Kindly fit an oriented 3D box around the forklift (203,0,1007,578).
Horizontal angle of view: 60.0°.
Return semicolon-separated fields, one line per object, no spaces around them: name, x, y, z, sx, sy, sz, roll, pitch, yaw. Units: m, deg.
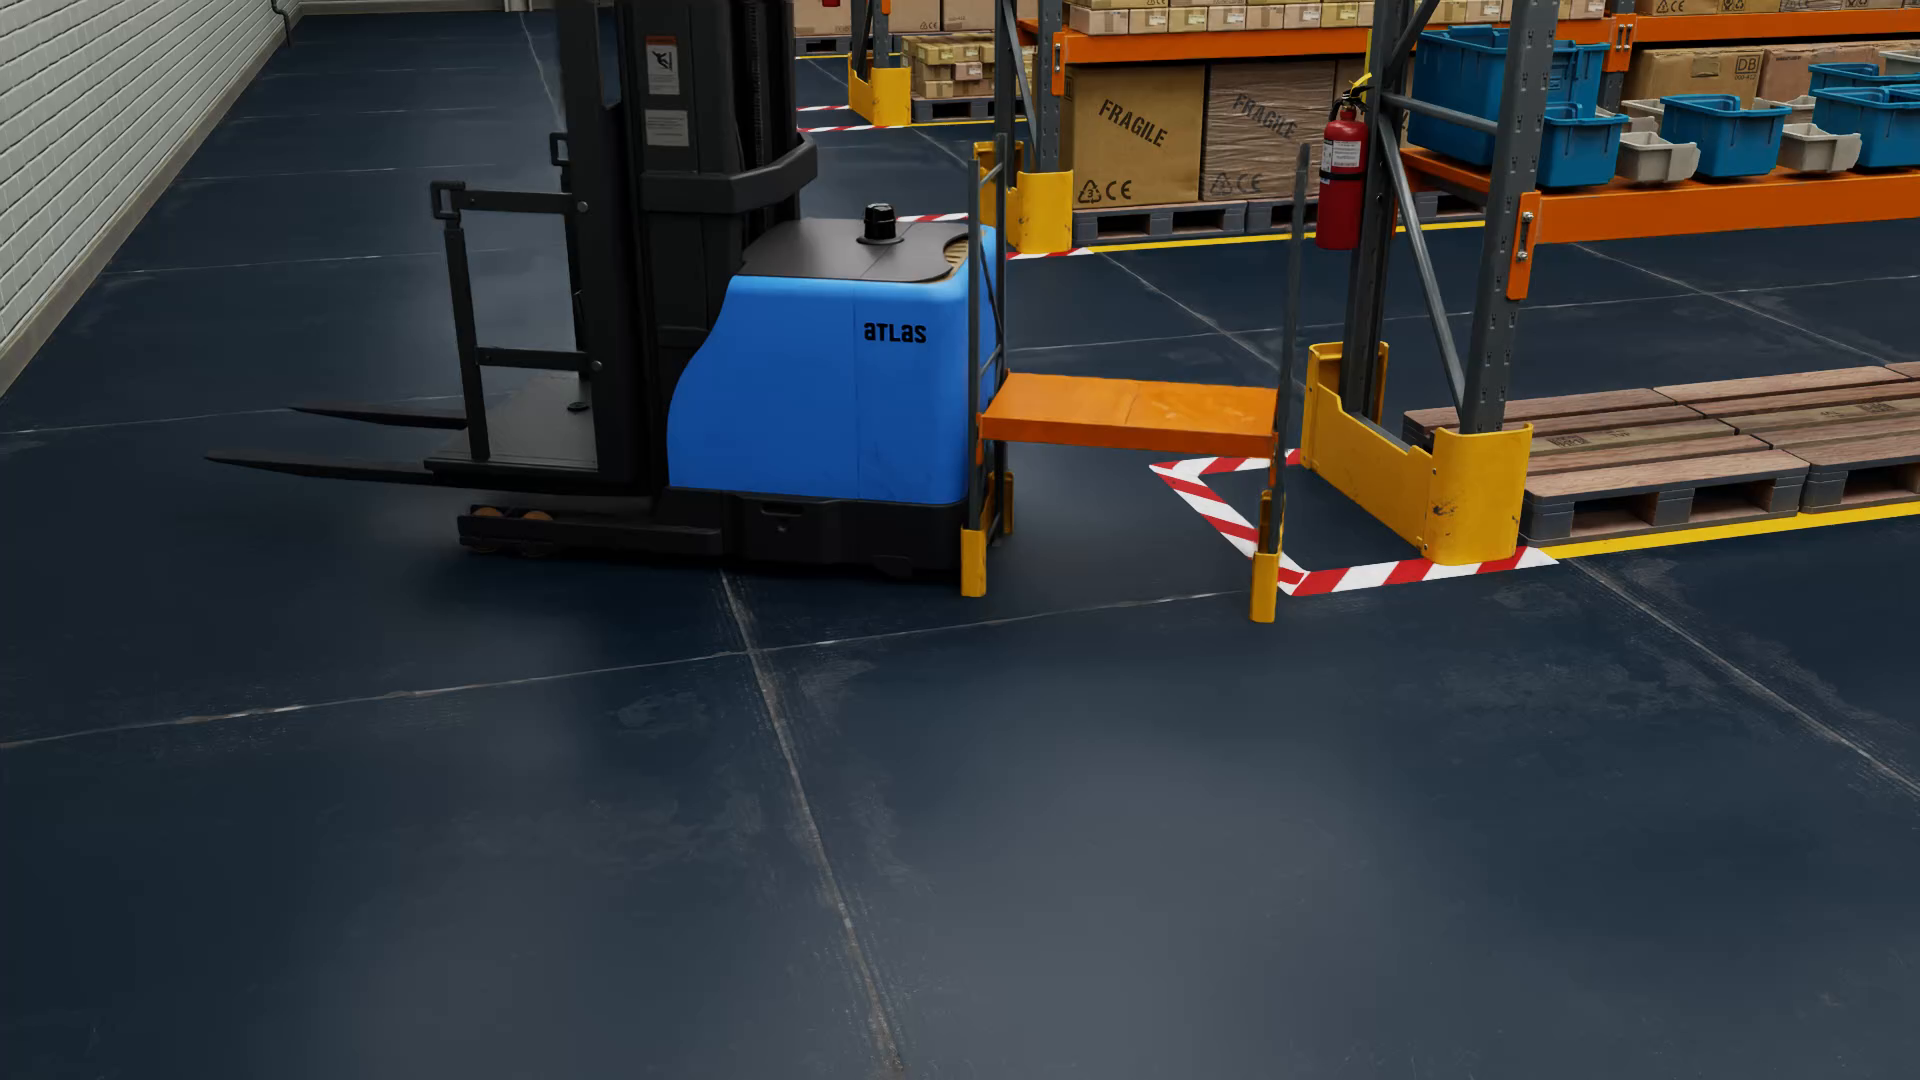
forklift;-1.381;-1.482;5.987;3.031;2.935;1.130;4;24;10

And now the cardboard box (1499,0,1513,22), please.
cardboard box;3.572;-3.505;10.933;0.250;0.149;0.380;-7;24;-15

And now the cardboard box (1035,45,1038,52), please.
cardboard box;0.771;-4.520;15.308;0.250;0.149;0.380;-5;24;-12

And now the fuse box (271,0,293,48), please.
fuse box;-8.106;-6.780;19.880;0.414;1.711;0.539;-6;24;-14

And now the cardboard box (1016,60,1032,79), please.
cardboard box;0.519;-4.331;15.245;0.250;0.149;0.380;-6;24;-13

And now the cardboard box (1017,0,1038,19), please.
cardboard box;0.962;-6.584;20.506;0.875;0.438;0.875;-7;24;-15

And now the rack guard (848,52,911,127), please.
rack guard;-0.748;-4.159;15.309;0.348;0.500;1.175;-6;24;-14

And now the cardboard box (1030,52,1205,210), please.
cardboard box;1.016;-2.721;10.949;0.875;0.875;0.875;-6;24;-14

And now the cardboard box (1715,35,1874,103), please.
cardboard box;5.743;-3.220;12.112;0.875;0.875;1.225;-7;24;-16

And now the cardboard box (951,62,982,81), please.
cardboard box;0.031;-4.285;15.139;0.250;0.149;0.380;-6;24;-15

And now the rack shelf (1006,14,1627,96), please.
rack shelf;2.347;-3.288;11.022;4.000;0.370;1.077;-6;24;-14

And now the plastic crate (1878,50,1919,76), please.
plastic crate;4.090;-1.832;6.789;0.530;0.282;0.437;-6;24;-14

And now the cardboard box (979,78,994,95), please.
cardboard box;0.237;-4.205;15.328;0.250;0.149;0.380;-6;24;-14

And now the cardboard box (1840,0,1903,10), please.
cardboard box;6.245;-3.996;11.632;0.500;0.500;0.500;-6;24;-13

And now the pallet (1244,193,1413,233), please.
pallet;2.342;-2.368;11.500;1.213;0.211;1.003;-6;24;-14

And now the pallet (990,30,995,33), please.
pallet;0.842;-6.262;20.575;1.213;0.211;1.003;-6;24;-14

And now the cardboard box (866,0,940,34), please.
cardboard box;-0.769;-6.393;20.061;0.875;0.438;0.875;-6;24;-13

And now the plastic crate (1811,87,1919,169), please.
plastic crate;3.353;-1.518;6.119;0.300;0.233;0.416;-6;24;-14

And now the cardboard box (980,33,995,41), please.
cardboard box;0.359;-4.693;15.711;0.250;0.149;0.380;-7;24;-16

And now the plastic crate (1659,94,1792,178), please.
plastic crate;2.719;-1.447;5.956;0.300;0.233;0.416;-6;24;-14

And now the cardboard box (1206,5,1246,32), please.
cardboard box;1.596;-3.286;10.424;0.250;0.149;0.380;-7;24;-15

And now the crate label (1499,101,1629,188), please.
crate label;2.086;-1.377;5.792;0.303;0.233;0.416;-6;24;-14

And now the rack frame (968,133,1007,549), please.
rack frame;0.097;-0.604;5.754;0.032;1.500;0.500;5;24;11

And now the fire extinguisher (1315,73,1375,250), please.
fire extinguisher;1.491;-1.475;6.454;0.183;0.674;0.296;-6;24;-14

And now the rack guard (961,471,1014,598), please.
rack guard;0.101;-0.029;6.000;0.087;0.250;0.587;5;24;11

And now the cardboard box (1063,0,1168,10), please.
cardboard box;0.956;-3.422;10.235;0.500;0.250;0.500;-7;24;-16

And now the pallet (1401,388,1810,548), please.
pallet;2.563;-0.317;6.721;1.213;0.211;1.003;-6;24;-14

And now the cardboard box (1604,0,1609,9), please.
cardboard box;4.649;-4.031;11.714;0.500;0.500;0.500;-6;24;-14

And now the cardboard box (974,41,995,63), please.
cardboard box;0.285;-4.436;15.113;0.250;0.149;0.380;-6;24;-15

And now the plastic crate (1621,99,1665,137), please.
plastic crate;2.778;-1.613;6.463;0.243;0.136;0.396;-6;24;-14

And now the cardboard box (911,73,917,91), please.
cardboard box;-0.371;-4.318;15.592;0.250;0.149;0.380;-6;24;-13

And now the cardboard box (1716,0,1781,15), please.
cardboard box;5.266;-3.886;11.375;0.500;0.500;0.500;-6;24;-14

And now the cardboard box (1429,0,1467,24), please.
cardboard box;3.076;-3.450;10.804;0.250;0.149;0.380;-6;24;-13

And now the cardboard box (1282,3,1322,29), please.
cardboard box;2.089;-3.341;10.550;0.250;0.149;0.380;-7;24;-15

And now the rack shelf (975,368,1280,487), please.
rack shelf;0.595;-0.398;5.724;1.000;0.185;0.538;5;24;11

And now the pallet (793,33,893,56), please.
pallet;-1.507;-6.002;19.969;1.213;0.211;1.003;-6;24;-14

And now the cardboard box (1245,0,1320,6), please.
cardboard box;1.940;-3.532;10.491;0.500;0.250;0.500;-7;24;-16

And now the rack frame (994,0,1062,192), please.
rack frame;0.421;-3.406;10.383;0.127;3.000;1.000;-6;24;-14

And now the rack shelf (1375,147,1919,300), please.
rack shelf;3.685;-1.408;6.639;4.000;0.370;1.077;-6;24;-14

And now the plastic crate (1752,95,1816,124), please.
plastic crate;3.320;-1.690;6.644;0.250;0.136;0.298;-6;24;-14

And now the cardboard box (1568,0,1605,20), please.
cardboard box;4.067;-3.560;11.060;0.250;0.149;0.380;-6;24;-14

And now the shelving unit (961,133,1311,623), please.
shelving unit;0.585;-0.564;5.655;1.083;1.500;0.587;5;24;11

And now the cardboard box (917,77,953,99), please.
cardboard box;-0.231;-4.117;15.123;0.250;0.149;0.380;-6;24;-13

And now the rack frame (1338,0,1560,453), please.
rack frame;1.759;-1.525;6.001;0.127;3.000;1.000;-6;24;-14

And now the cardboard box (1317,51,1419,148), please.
cardboard box;2.749;-2.913;11.396;0.875;0.875;0.875;-6;24;-14

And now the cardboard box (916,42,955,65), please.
cardboard box;-0.225;-4.383;14.989;0.250;0.149;0.380;-7;24;-17

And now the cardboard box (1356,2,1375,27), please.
cardboard box;2.585;-3.396;10.679;0.250;0.149;0.380;-6;24;-14

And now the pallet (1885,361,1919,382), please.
pallet;4.913;-0.577;7.327;1.213;0.211;1.003;-6;24;-14

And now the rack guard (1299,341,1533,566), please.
rack guard;1.739;-0.369;6.476;0.348;0.500;1.175;-6;24;-14

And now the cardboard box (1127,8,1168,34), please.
cardboard box;1.099;-3.231;10.294;0.250;0.149;0.380;-7;24;-15

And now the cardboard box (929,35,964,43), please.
cardboard box;-0.123;-4.613;15.526;0.250;0.149;0.380;-6;24;-13
